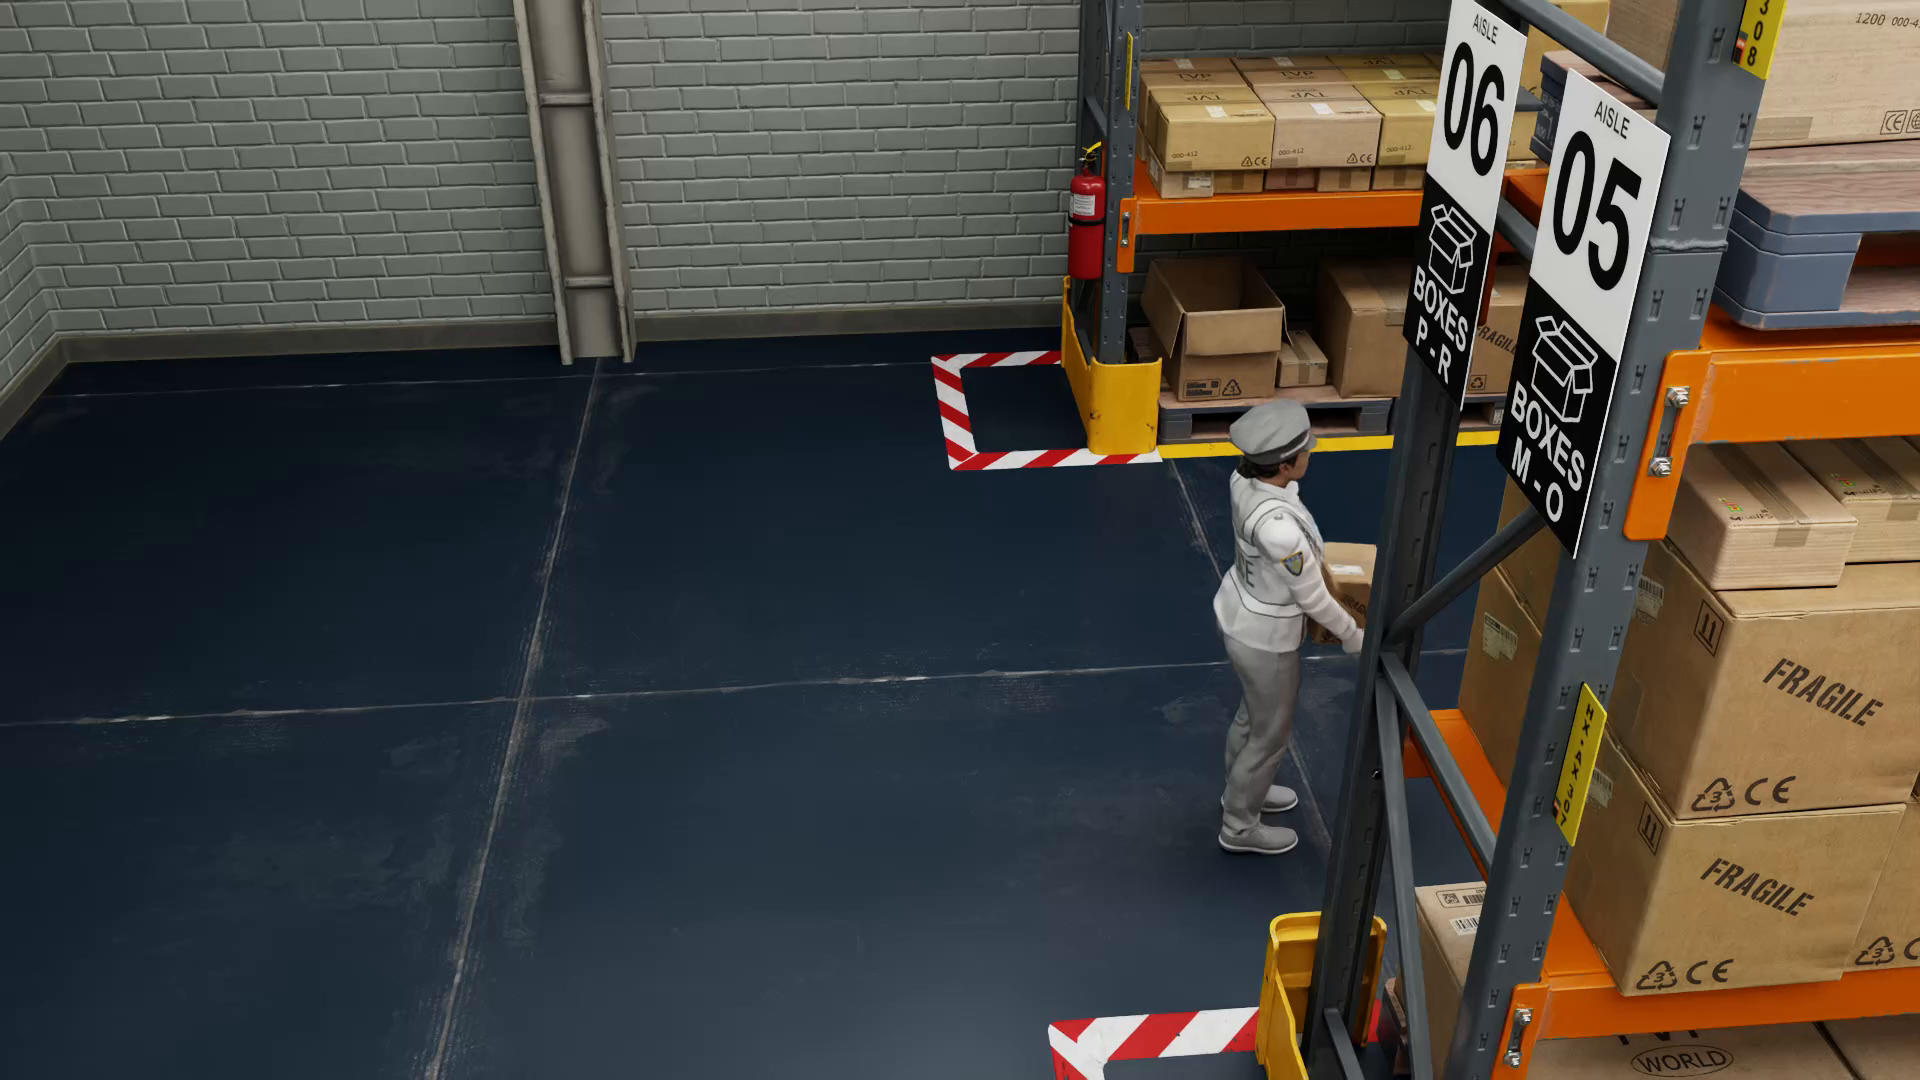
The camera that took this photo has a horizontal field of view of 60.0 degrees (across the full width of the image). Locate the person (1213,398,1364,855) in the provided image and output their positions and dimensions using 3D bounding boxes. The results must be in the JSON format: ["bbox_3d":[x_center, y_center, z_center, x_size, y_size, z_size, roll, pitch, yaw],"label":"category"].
[{"bbox_3d":[1.114,0.305,5.613,0.525,1.691,0.435,-3,31,-5],"label":"person"}]
